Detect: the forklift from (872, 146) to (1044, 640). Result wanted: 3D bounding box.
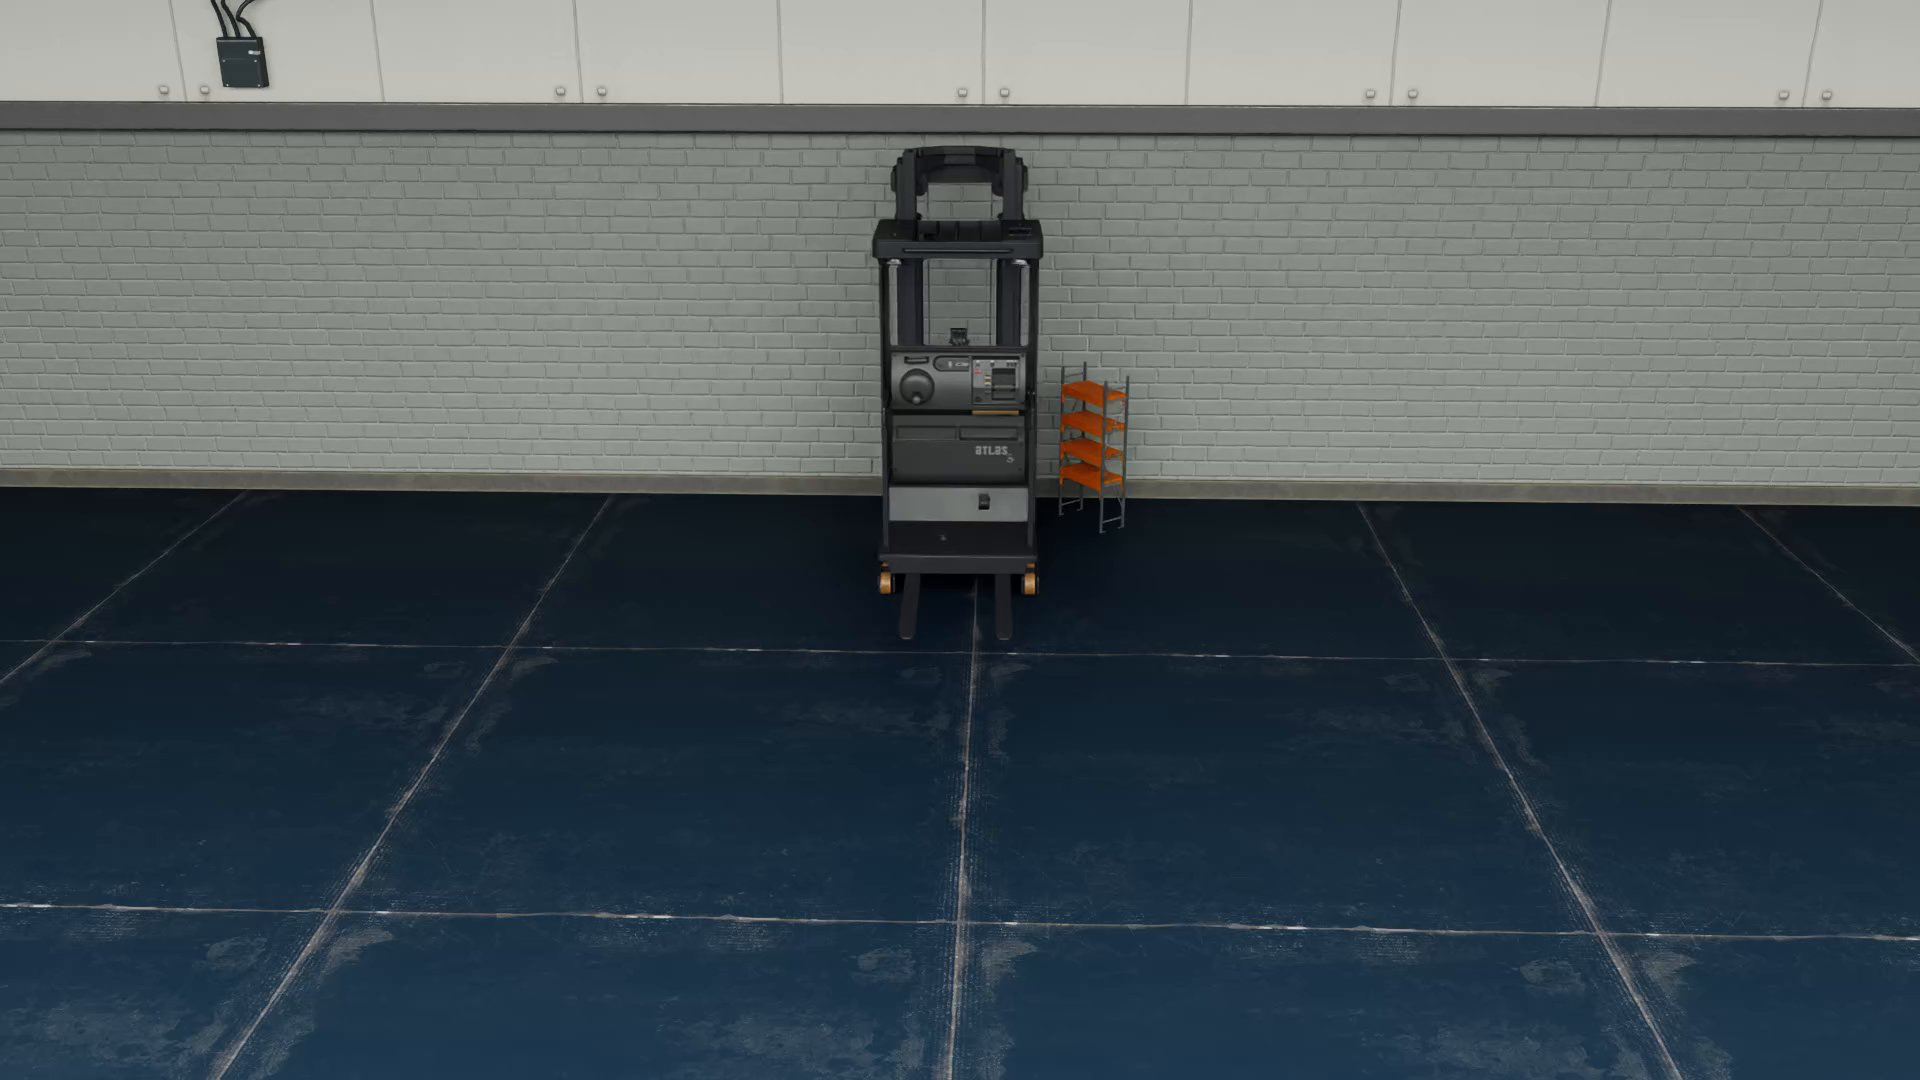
[{"bbox_3d":[-0.009,-1.092,11.292,1.130,2.935,3.031,0,21,1],"label":"forklift"}]

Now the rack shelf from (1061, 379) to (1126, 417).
[{"bbox_3d":[1.016,-1.074,12.552,0.258,0.148,0.480,-15,26,-34],"label":"rack shelf"}]

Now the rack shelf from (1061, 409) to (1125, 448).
[{"bbox_3d":[1.016,-0.854,12.637,0.258,0.148,0.480,-15,26,-34],"label":"rack shelf"}]

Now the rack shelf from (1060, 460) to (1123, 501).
[{"bbox_3d":[1.016,-0.460,12.790,0.258,0.148,0.480,-15,26,-34],"label":"rack shelf"}]

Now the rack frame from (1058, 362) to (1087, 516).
[{"bbox_3d":[0.871,-0.779,12.877,0.240,1.200,0.015,-15,26,-34],"label":"rack frame"}]

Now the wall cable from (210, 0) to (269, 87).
[{"bbox_3d":[-4.324,-6.165,11.276,2.305,6.003,0.169,1,21,2],"label":"wall cable"}]

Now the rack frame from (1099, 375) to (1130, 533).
[{"bbox_3d":[1.160,-0.637,12.510,0.240,1.200,0.015,-15,26,-34],"label":"rack frame"}]

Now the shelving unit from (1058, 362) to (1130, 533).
[{"bbox_3d":[1.016,-0.708,12.694,0.258,1.200,0.503,-15,26,-34],"label":"shelving unit"}]

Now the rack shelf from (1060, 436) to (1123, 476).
[{"bbox_3d":[1.016,-0.645,12.718,0.258,0.148,0.480,-15,26,-34],"label":"rack shelf"}]
